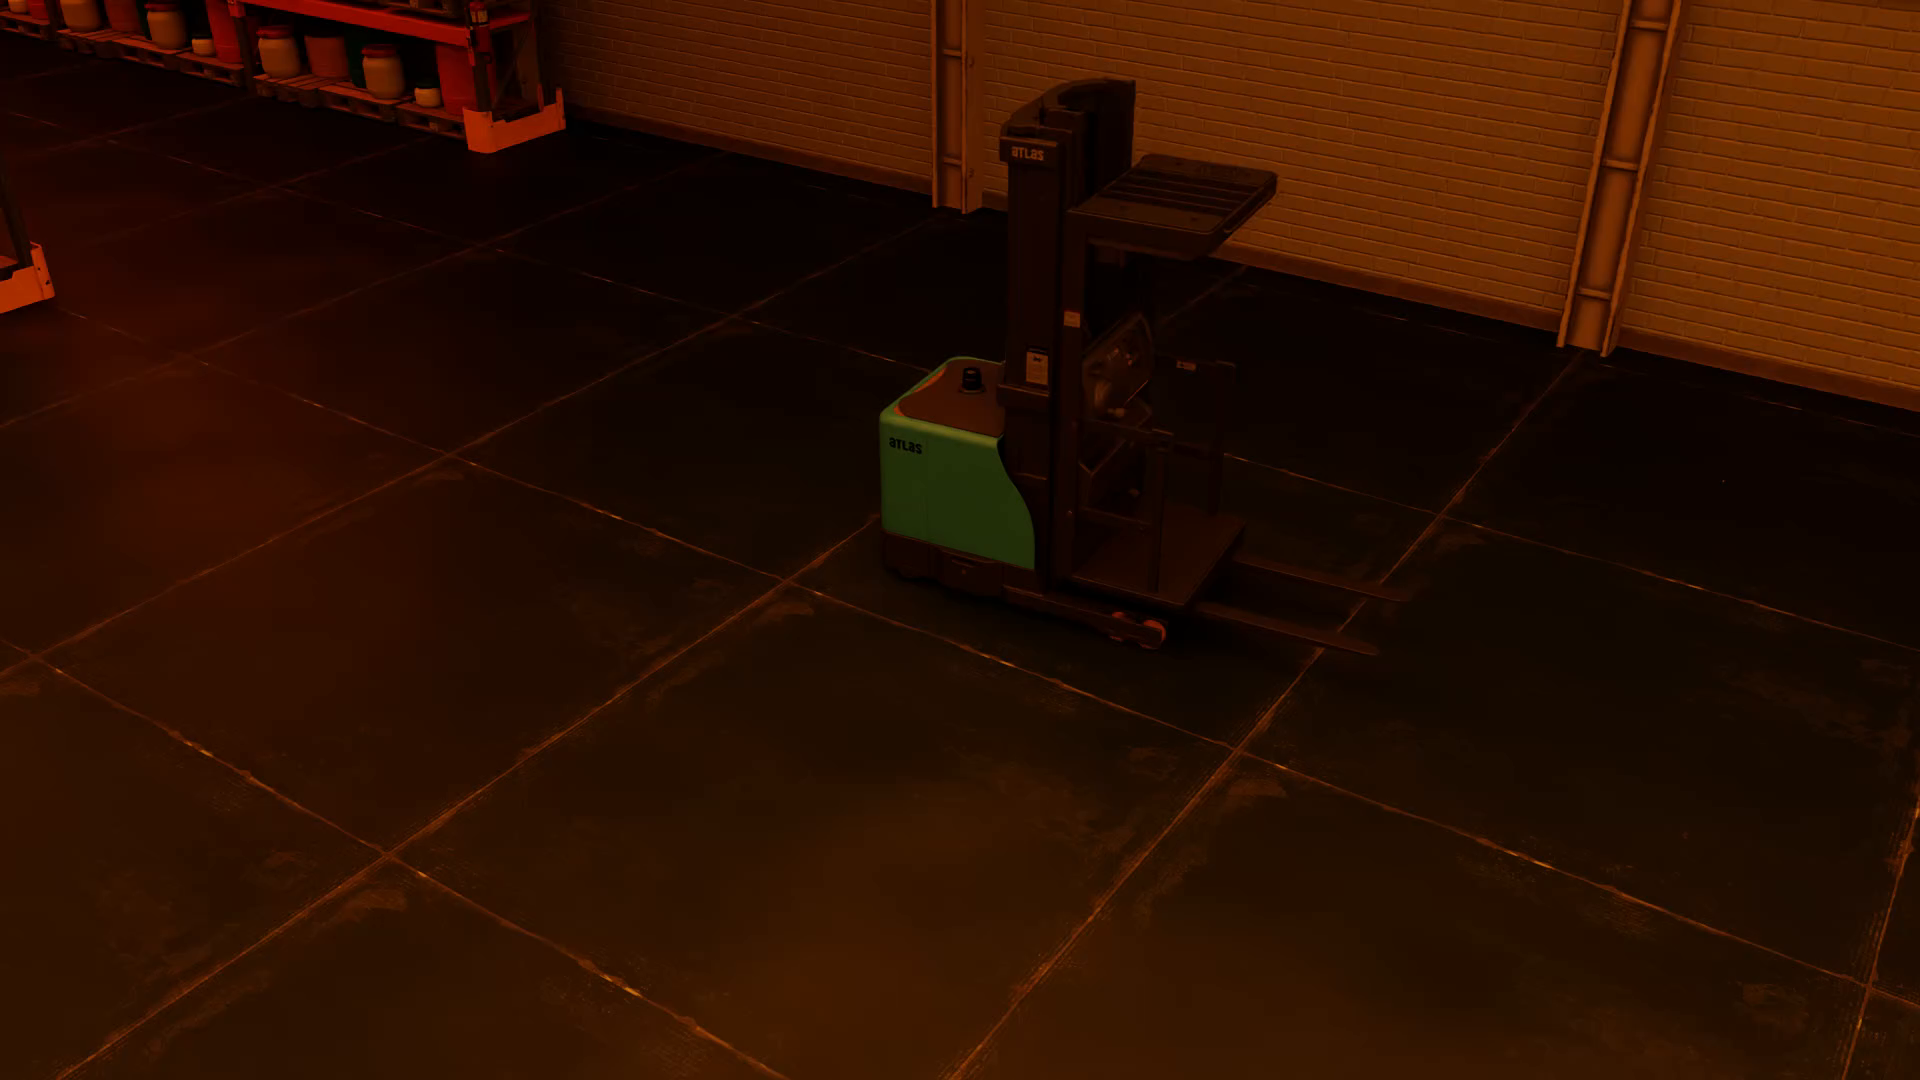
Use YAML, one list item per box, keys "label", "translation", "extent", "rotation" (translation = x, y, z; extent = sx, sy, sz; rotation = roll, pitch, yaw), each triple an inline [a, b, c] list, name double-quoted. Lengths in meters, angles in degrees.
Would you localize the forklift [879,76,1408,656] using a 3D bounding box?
- label: "forklift"
  translation: [1.062, -0.950, 9.217]
  extent: [3.031, 2.935, 1.130]
  rotation: [15, 33, 23]
